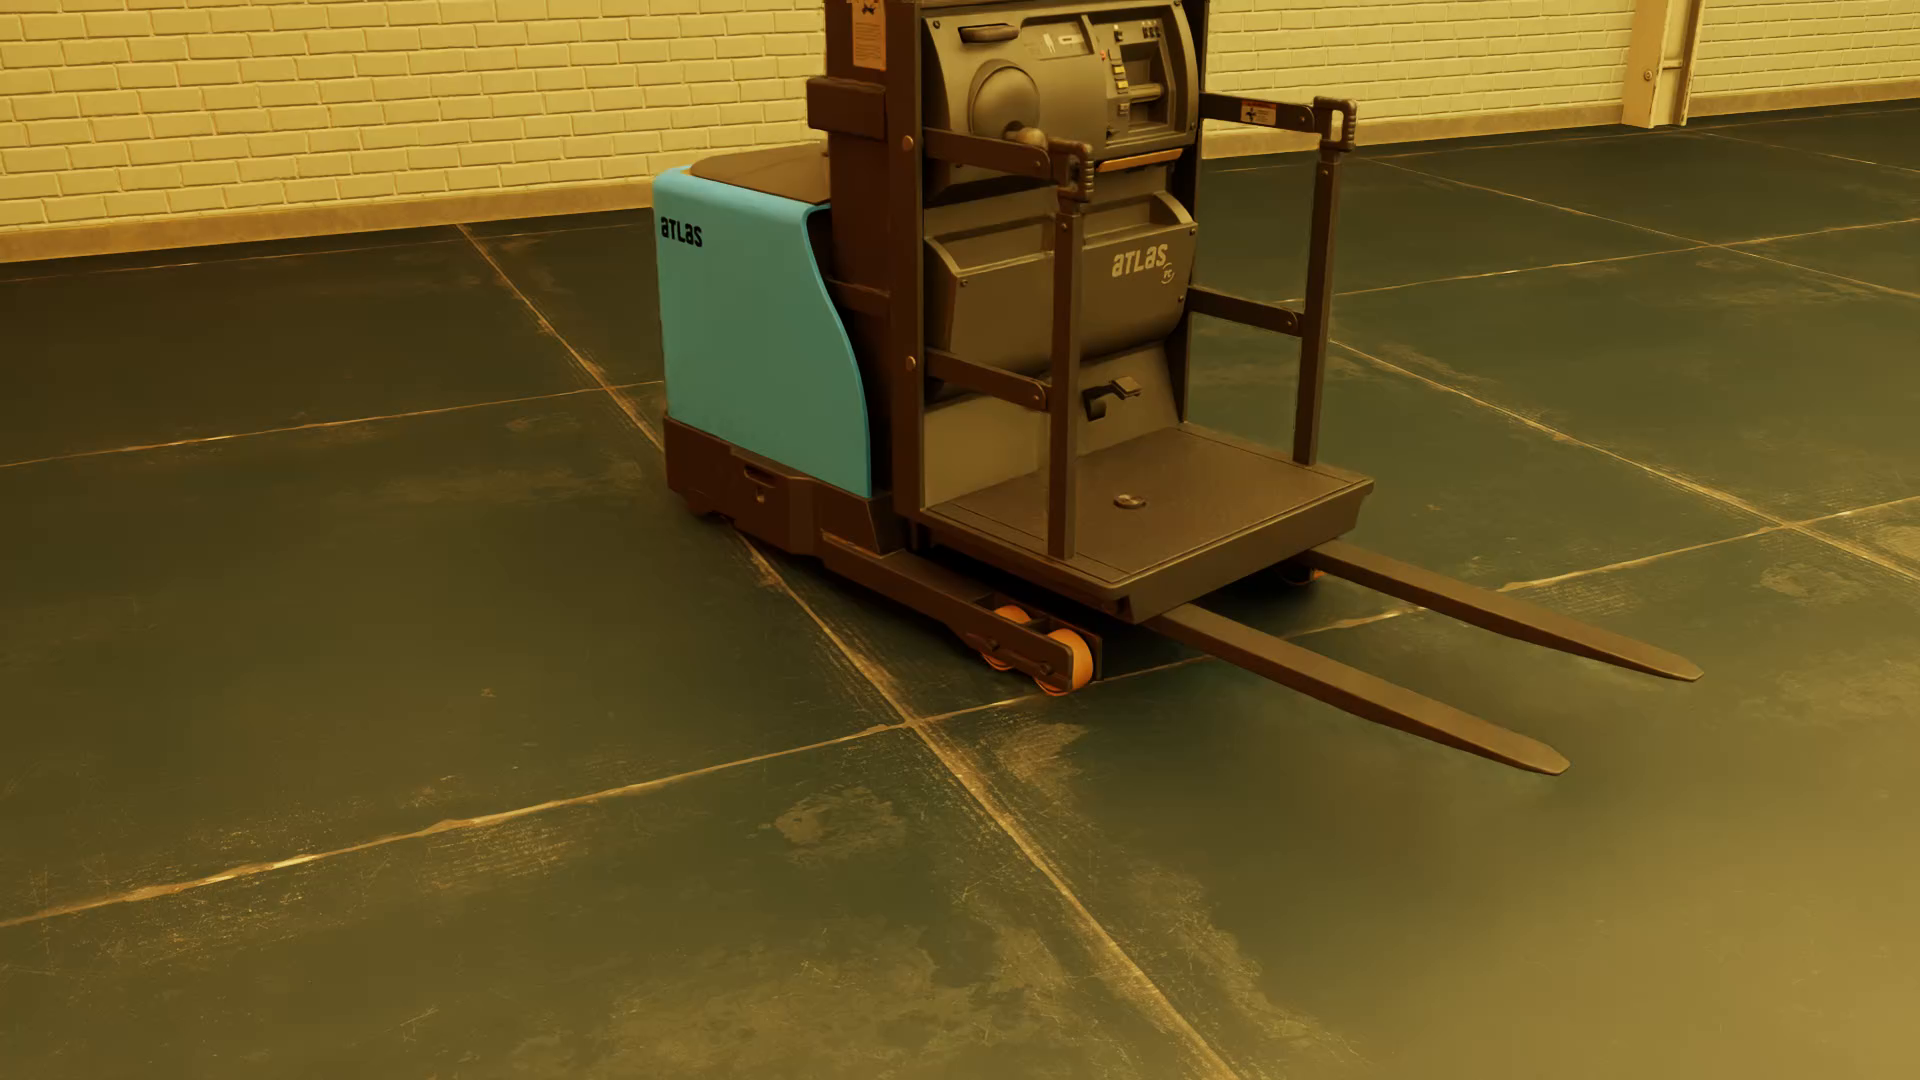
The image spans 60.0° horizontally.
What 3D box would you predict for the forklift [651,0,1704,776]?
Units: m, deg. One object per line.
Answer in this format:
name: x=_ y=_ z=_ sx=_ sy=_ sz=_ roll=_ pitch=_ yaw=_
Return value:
forklift: x=0.428 y=-1.184 z=4.136 sx=1.130 sy=2.935 sz=3.031 roll=-20 pitch=30 yaw=-39
